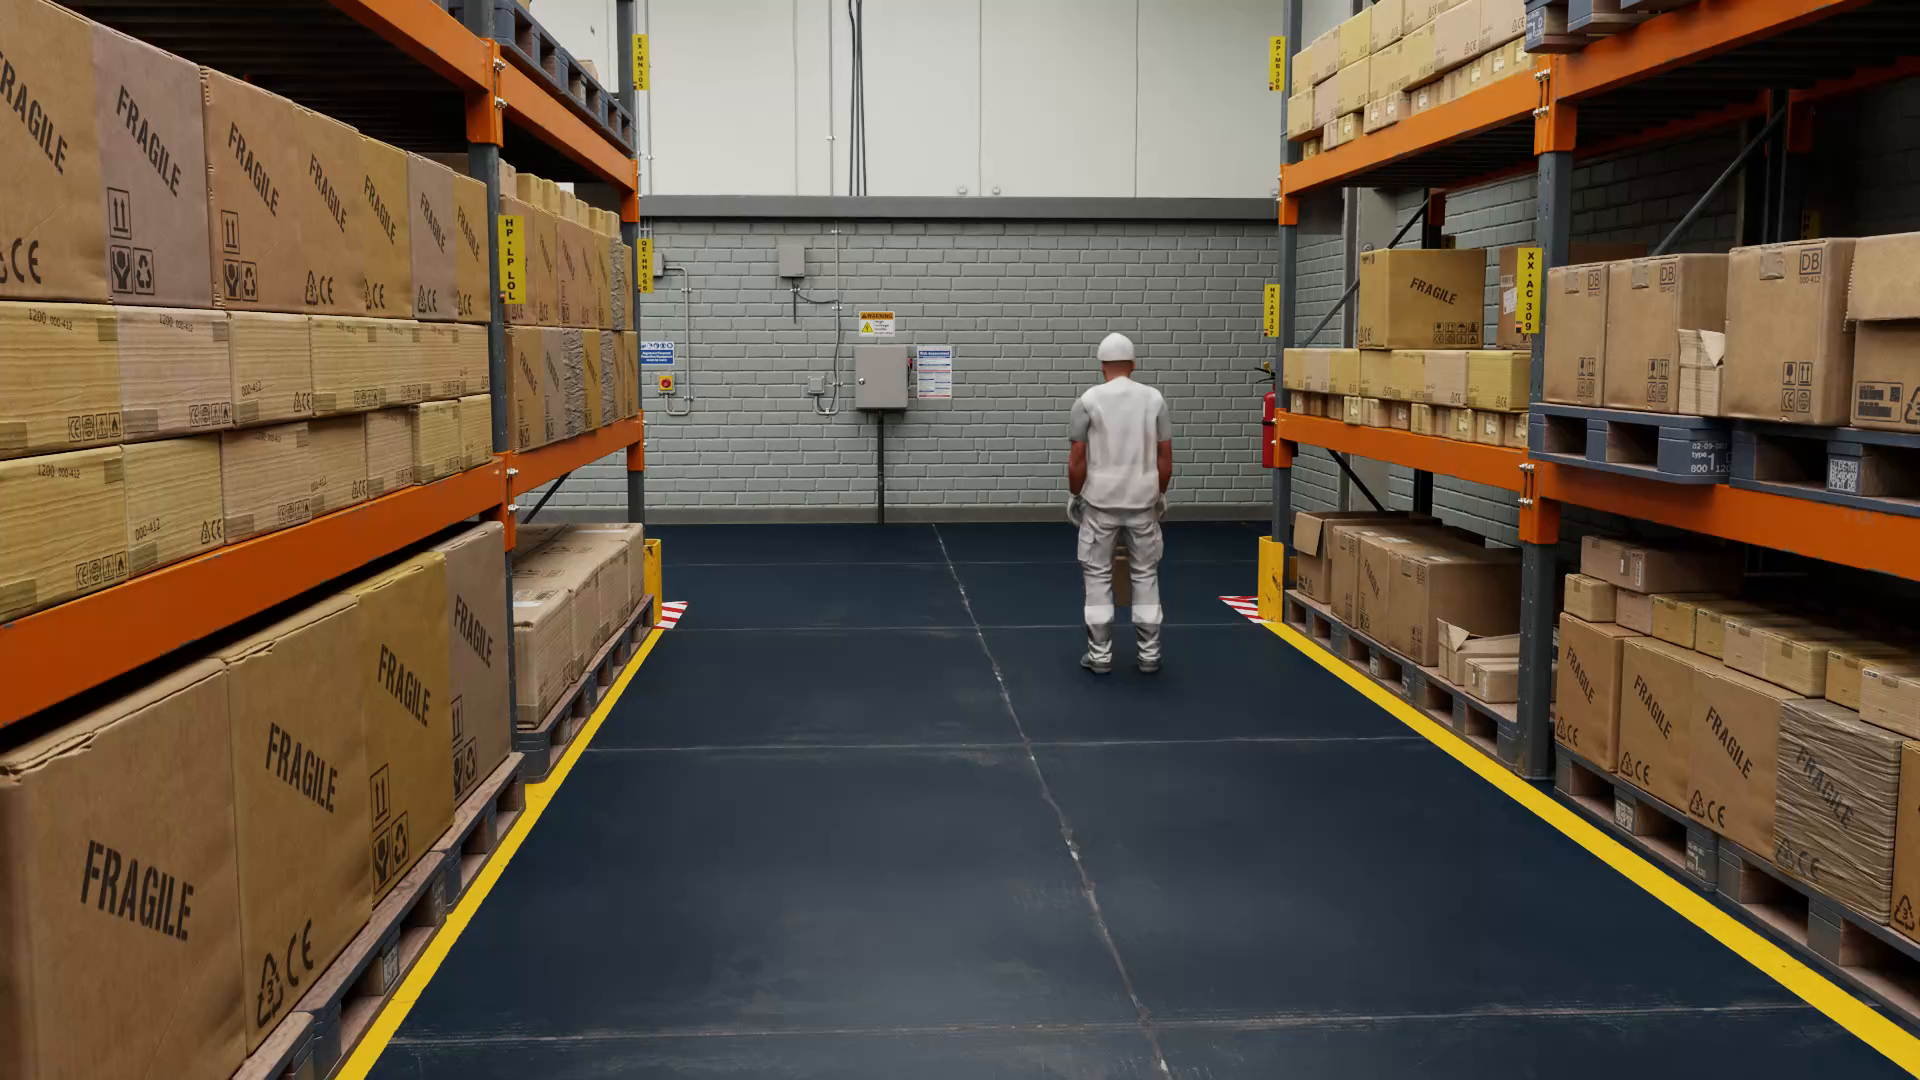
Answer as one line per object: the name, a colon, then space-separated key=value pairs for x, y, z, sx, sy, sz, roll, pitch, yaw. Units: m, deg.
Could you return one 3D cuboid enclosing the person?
person: x=0.839 y=-0.191 z=8.763 sx=0.555 sy=1.784 sz=0.422 roll=-1 pitch=7 yaw=-5
